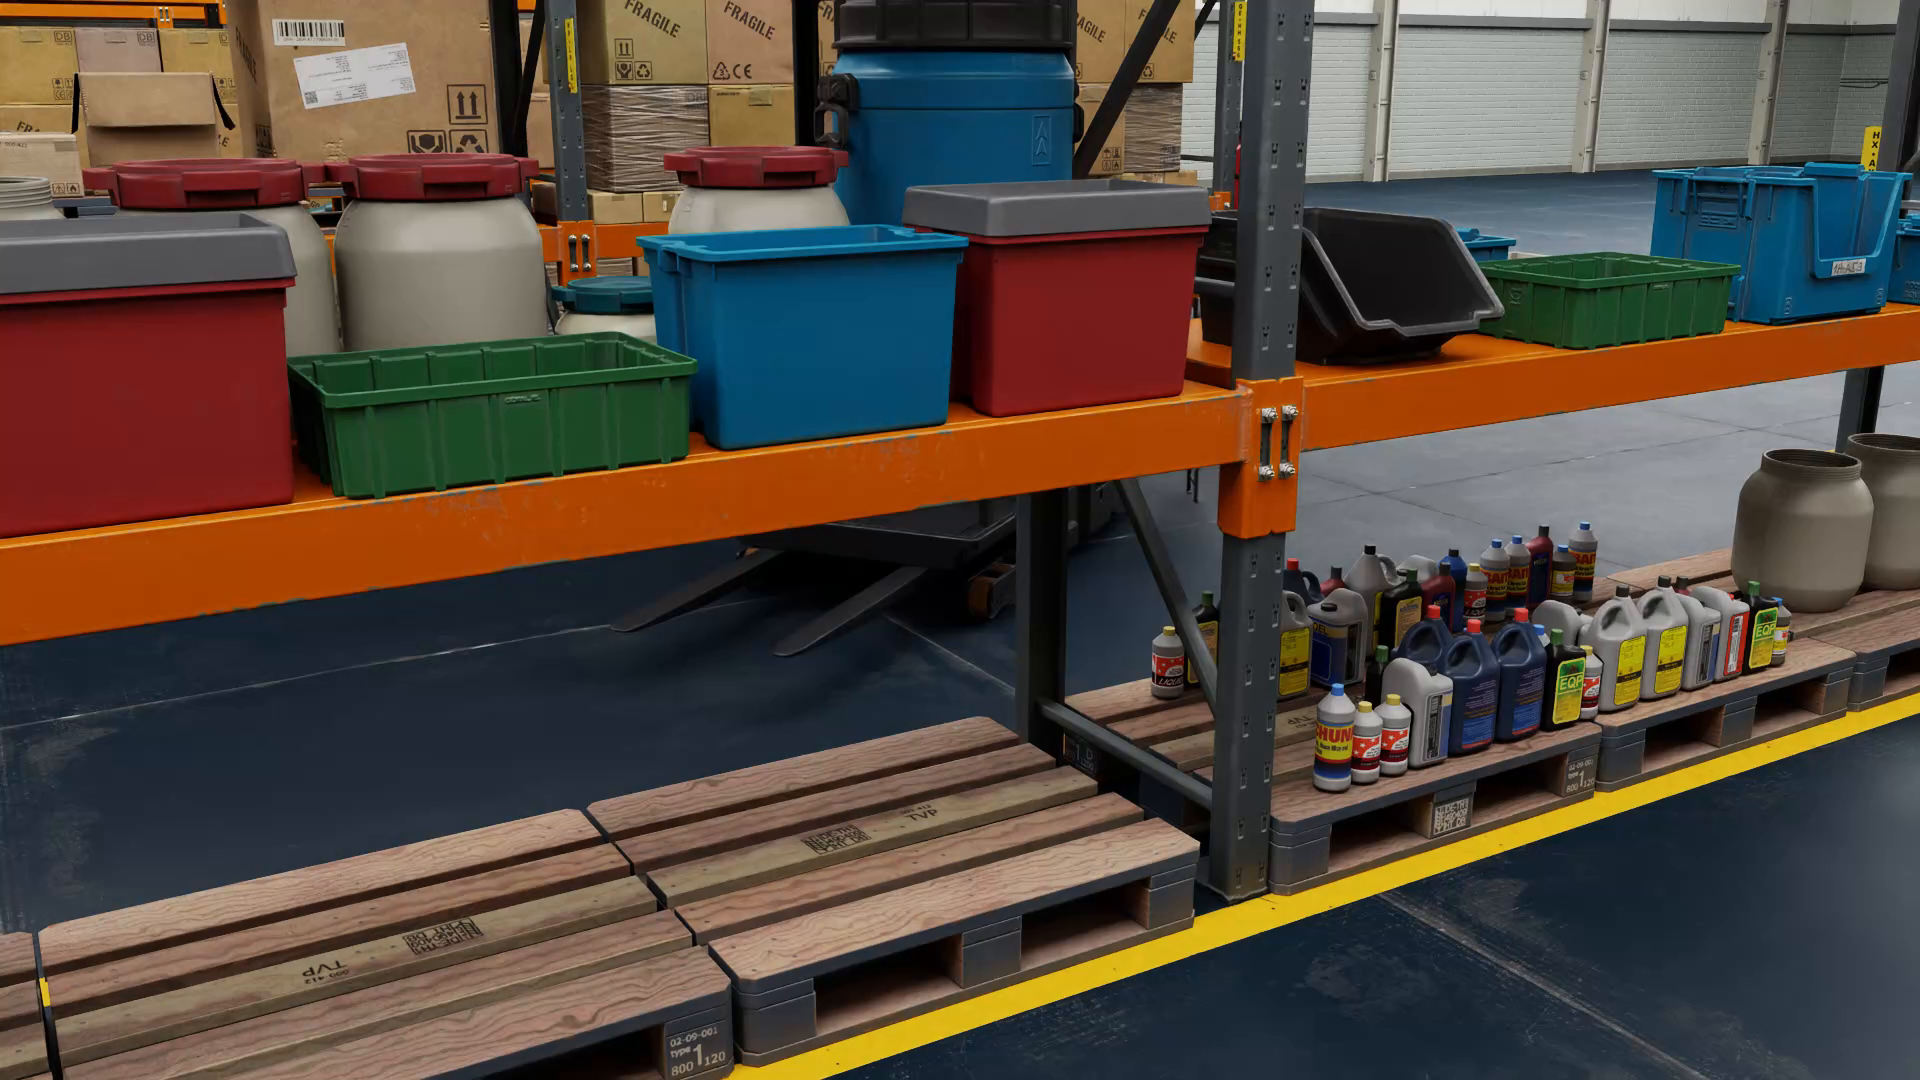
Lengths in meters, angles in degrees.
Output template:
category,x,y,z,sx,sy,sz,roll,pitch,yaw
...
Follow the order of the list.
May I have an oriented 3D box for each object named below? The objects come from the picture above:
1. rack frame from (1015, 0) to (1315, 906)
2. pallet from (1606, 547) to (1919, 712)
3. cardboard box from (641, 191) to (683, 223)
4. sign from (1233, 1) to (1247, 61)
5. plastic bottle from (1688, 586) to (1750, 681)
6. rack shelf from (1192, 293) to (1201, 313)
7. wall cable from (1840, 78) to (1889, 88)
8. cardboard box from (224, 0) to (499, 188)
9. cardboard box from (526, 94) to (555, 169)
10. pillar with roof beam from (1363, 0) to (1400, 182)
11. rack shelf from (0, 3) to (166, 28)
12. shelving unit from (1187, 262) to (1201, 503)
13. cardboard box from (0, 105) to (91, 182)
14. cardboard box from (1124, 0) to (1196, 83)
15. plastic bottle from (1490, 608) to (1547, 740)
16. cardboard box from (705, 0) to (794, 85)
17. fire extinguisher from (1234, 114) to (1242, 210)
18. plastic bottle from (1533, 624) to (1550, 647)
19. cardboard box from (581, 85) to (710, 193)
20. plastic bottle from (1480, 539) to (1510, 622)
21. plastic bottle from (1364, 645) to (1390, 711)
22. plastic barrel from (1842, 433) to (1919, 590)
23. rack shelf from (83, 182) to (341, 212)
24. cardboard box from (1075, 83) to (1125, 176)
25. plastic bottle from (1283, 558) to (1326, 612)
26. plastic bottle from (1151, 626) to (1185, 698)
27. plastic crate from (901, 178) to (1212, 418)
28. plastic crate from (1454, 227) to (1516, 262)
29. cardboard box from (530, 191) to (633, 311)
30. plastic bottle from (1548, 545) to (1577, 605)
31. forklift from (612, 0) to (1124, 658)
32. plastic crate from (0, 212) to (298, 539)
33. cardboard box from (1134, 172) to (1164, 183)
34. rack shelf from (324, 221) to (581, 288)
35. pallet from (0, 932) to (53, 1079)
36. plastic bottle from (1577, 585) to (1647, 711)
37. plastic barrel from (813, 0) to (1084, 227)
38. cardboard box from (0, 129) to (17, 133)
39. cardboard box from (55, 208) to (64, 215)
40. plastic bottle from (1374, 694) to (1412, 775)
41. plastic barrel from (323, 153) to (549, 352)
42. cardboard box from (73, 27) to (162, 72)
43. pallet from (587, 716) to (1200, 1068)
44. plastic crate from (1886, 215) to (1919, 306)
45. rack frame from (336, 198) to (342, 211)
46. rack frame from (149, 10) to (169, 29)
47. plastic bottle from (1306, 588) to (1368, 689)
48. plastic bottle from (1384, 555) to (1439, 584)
category,x,y,z,sx,sy,sz,roll,pitch,yaw
rack frame,0.469,-0.655,4.191,0.127,3.000,1.000,-9,18,-30
pallet,3.157,0.264,6.076,1.213,0.211,1.003,-9,18,-30
cardboard box,-1.522,-1.672,8.284,0.250,0.149,0.380,-9,18,-30
sign,1.615,-2.936,9.595,0.005,0.325,0.100,-9,18,-30
plastic bottle,2.319,0.274,5.108,0.135,0.276,0.152,-9,18,-29
rack shelf,0.895,-1.166,7.889,0.480,0.148,0.258,0,16,-1
wall cable,21.544,-11.577,37.791,0.112,2.526,3.097,-9,18,-30
cardboard box,-2.835,-2.214,7.863,1.000,1.000,1.000,-9,18,-29
cardboard box,-3.256,-3.219,13.057,0.550,0.550,0.875,-9,18,-30
pillar with roof beam,10.269,-10.305,27.498,0.400,9.000,9.100,-9,18,-30
rack shelf,-11.460,-6.062,19.254,4.000,0.370,1.077,-9,18,-30
shelving unit,0.895,-0.787,7.995,0.503,1.200,0.258,0,16,-1
cardboard box,-6.160,-2.665,11.175,0.500,0.500,0.500,-9,18,-30
cardboard box,1.003,-2.897,9.597,0.500,0.500,0.500,-9,18,-30
plastic bottle,1.536,0.366,4.640,0.185,0.351,0.144,-10,19,-32
cardboard box,-1.138,-2.548,8.353,0.500,0.500,0.500,-9,18,-30
fire extinguisher,1.682,-2.229,9.949,0.183,0.674,0.296,-9,18,-30
plastic bottle,1.643,0.375,4.755,0.097,0.271,0.097,0,16,0
cardboard box,-1.664,-2.041,8.397,0.500,0.500,0.875,-9,18,-30
plastic bottle,1.803,0.132,5.622,0.097,0.271,0.097,0,16,0
plastic bottle,1.175,0.422,4.565,0.133,0.283,0.061,-9,18,-30
plastic barrel,3.373,-0.107,6.064,0.421,0.512,0.421,0,16,0
rack shelf,-6.264,-2.339,11.528,4.000,0.370,1.077,-9,18,-30
cardboard box,0.494,-2.381,9.612,0.500,0.500,0.875,-9,18,-30
plastic bottle,1.037,0.225,5.141,0.185,0.351,0.144,-10,19,-32
plastic bottle,0.619,0.358,4.946,0.097,0.201,0.097,0,16,0
plastic crate,0.211,-0.548,3.689,0.583,0.464,0.402,-9,18,-30
plastic crate,1.278,-0.800,4.984,0.616,0.251,0.499,-9,18,-30
cardboard box,-3.204,-2.340,13.357,0.875,0.875,0.875,-9,18,-29
plastic bottle,2.094,0.118,5.799,0.097,0.201,0.097,0,16,0
forklift,-0.249,-1.239,6.400,1.130,2.935,3.031,7,17,23
plastic crate,-1.417,-0.284,2.747,0.583,0.464,0.402,-9,18,-30
cardboard box,0.994,-2.114,9.861,0.250,0.149,0.380,-9,18,-30
rack shelf,-3.796,-1.177,7.384,4.000,0.370,1.077,-9,18,-30
pallet,-2.276,1.145,2.936,1.213,0.211,1.003,-9,18,-30
plastic bottle,1.901,0.307,4.851,0.185,0.351,0.144,-9,18,-30
plastic barrel,-0.018,-0.913,4.181,0.708,0.901,0.600,-9,18,-30
cardboard box,-4.220,-1.677,7.306,0.258,0.266,0.396,-10,18,-31
cardboard box,-10.856,-4.120,20.171,0.625,0.625,0.875,-9,18,-30
plastic bottle,1.142,0.509,4.406,0.097,0.201,0.097,0,16,0
plastic barrel,-1.093,-0.537,3.515,0.433,0.535,0.433,0,16,0
cardboard box,-5.846,-3.280,11.516,0.500,0.500,0.700,-9,18,-29
pallet,-0.184,0.805,4.146,1.213,0.211,1.003,-9,18,-30
plastic crate,3.063,-0.912,5.382,0.408,0.251,0.499,-9,18,-30
rack frame,-4.550,-2.963,12.423,0.127,3.000,1.000,-9,18,-30
rack frame,-9.745,-5.242,20.553,0.127,3.000,1.000,-9,18,-30
plastic bottle,1.135,0.292,5.042,0.135,0.276,0.152,-9,18,-30
plastic bottle,1.455,0.195,5.389,0.135,0.276,0.152,-9,18,-29
